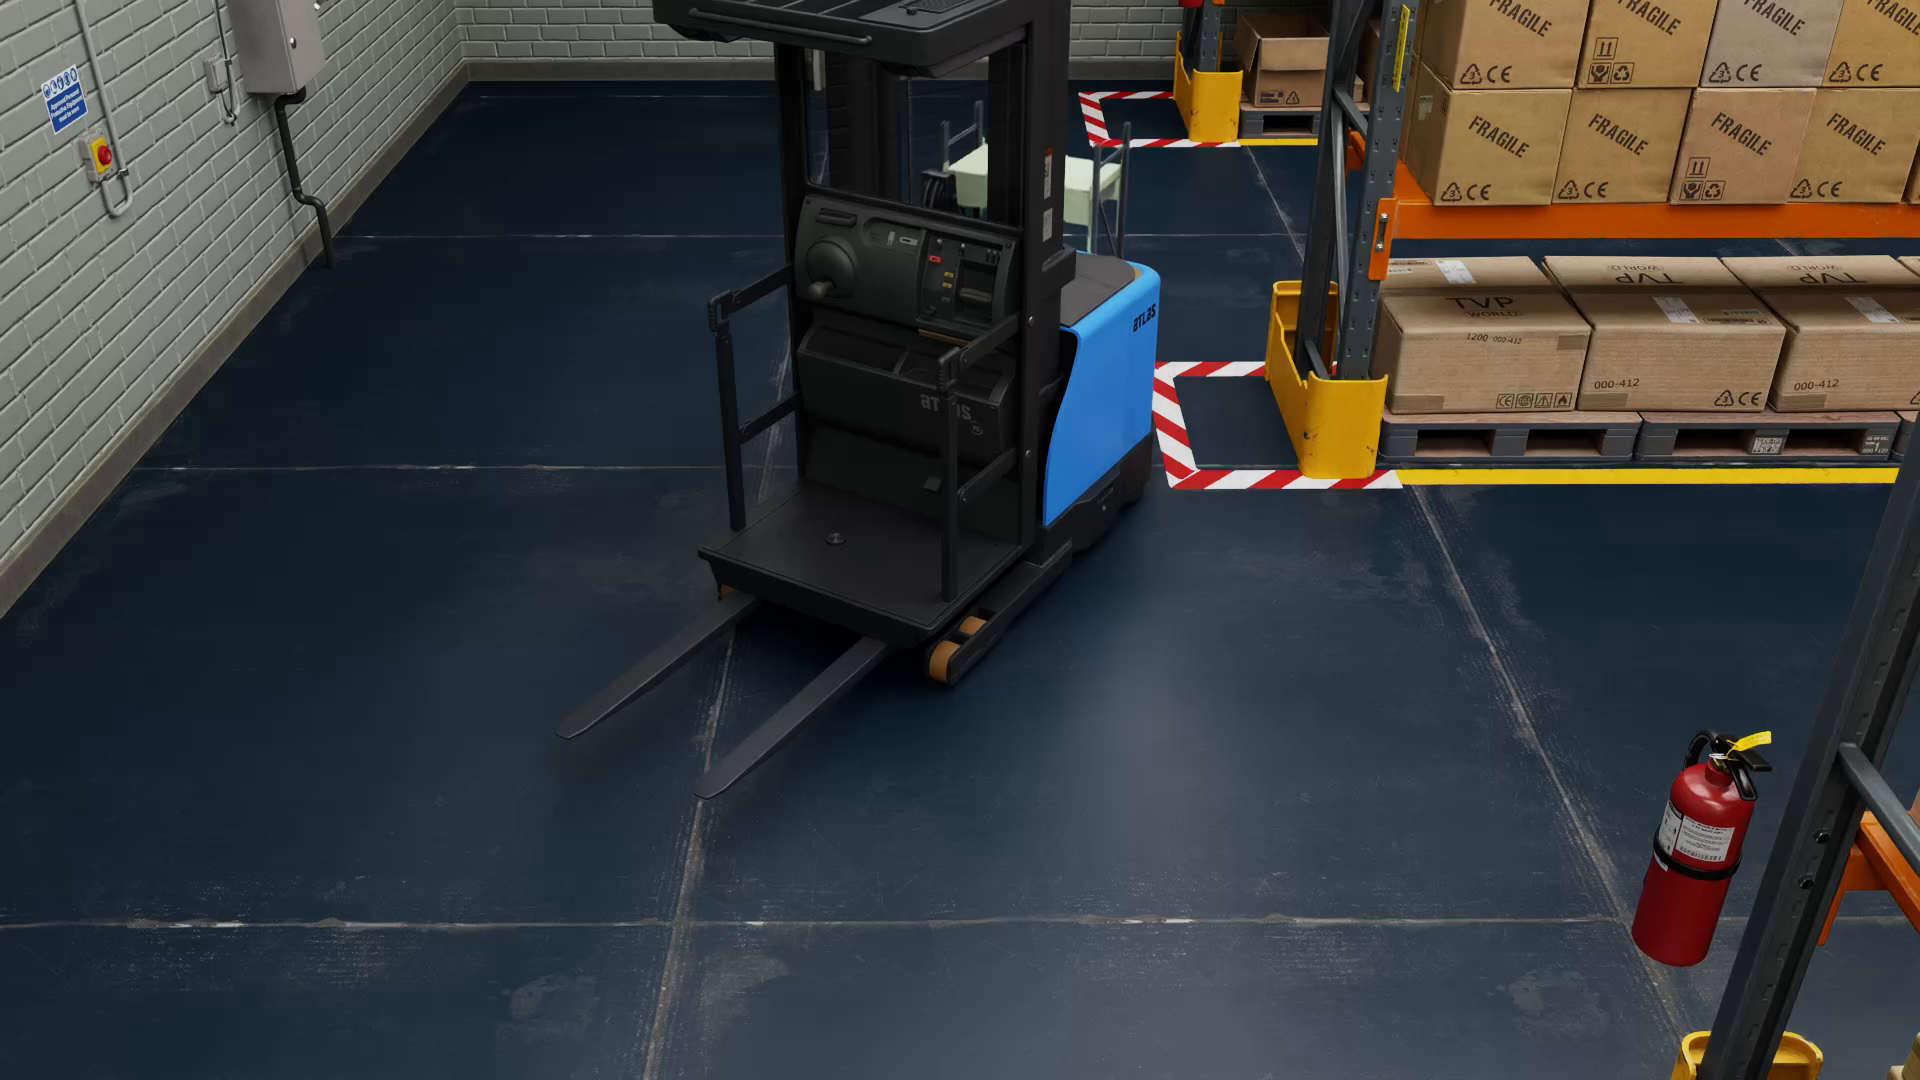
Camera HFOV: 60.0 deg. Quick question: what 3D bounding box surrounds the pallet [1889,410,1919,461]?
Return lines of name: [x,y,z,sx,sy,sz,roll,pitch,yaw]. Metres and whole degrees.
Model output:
pallet: [5.022,-0.727,8.245,1.213,0.211,1.003,0,31,0]

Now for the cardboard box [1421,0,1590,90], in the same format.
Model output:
cardboard box: [2.264,-2.193,6.912,0.500,0.500,0.500,-1,31,-1]

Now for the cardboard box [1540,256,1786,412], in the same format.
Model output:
cardboard box: [3.357,-1.014,8.095,0.875,0.438,0.875,1,31,1]

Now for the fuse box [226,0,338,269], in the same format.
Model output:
fuse box: [-3.723,-2.378,9.520,0.414,1.711,0.539,0,31,0]

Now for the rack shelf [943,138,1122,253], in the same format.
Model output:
rack shelf: [0.338,-1.551,7.604,0.720,0.370,0.431,14,33,21]

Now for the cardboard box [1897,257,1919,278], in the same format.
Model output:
cardboard box: [5.154,-1.019,8.103,0.875,0.438,0.875,-1,31,-1]

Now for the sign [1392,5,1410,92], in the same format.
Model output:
sign: [1.780,-1.985,6.719,0.005,0.325,0.100,0,31,0]

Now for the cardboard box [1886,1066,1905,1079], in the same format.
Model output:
cardboard box: [2.439,1.461,4.007,0.250,0.149,0.380,-1,31,-2]

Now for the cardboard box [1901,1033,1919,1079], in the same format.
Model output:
cardboard box: [2.441,1.350,3.903,0.250,0.149,0.380,0,31,0]

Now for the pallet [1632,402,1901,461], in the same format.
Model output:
pallet: [3.798,-0.722,8.236,1.213,0.211,1.003,0,31,0]

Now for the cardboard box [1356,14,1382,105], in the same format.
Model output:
cardboard box: [3.216,-3.490,12.115,0.500,0.500,0.700,1,31,2]

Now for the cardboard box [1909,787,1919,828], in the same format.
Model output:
cardboard box: [2.238,0.658,3.515,0.250,0.149,0.380,0,31,0]

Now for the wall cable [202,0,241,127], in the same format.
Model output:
wall cable: [-3.876,-3.009,8.338,0.122,1.984,0.588,0,31,0]

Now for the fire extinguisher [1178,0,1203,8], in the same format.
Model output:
fire extinguisher: [1.605,-4.011,11.403,0.183,0.674,0.296,0,31,0]

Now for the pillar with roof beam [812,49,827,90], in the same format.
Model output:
pillar with roof beam: [-0.927,-5.234,7.202,0.400,9.000,9.100,0,31,0]

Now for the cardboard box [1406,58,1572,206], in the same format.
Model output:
cardboard box: [2.264,-1.764,7.169,0.500,0.500,0.500,0,31,-1]

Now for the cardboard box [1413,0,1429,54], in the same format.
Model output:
cardboard box: [2.263,-2.464,7.359,0.500,0.500,0.500,1,31,1]

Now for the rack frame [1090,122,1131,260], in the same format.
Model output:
rack frame: [0.667,-1.135,7.670,0.023,1.500,0.400,14,33,21]

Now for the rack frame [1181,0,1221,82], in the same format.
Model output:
rack frame: [1.749,-4.443,11.682,0.127,3.000,1.000,0,31,0]

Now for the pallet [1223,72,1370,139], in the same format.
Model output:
pallet: [2.622,-3.254,12.411,1.213,0.211,1.003,0,31,0]

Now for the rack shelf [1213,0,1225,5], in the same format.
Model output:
rack shelf: [3.749,-4.142,11.879,4.000,0.370,1.077,0,31,0]

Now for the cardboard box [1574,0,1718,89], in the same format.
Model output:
cardboard box: [2.781,-2.198,6.921,0.500,0.500,0.500,-1,31,-2]

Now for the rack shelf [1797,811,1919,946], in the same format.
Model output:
rack shelf: [3.913,1.000,3.404,4.000,0.370,1.077,0,31,0]

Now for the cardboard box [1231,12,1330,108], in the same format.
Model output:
cardboard box: [2.361,-3.508,12.143,0.637,0.503,0.797,-1,31,-2]

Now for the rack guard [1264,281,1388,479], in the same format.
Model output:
rack guard: [1.758,-0.800,8.087,0.348,0.500,1.175,0,31,0]

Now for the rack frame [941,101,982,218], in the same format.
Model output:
rack frame: [0.005,-1.297,7.938,0.023,1.500,0.400,14,33,21]

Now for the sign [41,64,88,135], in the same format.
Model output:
sign: [-3.917,-1.929,7.278,0.001,0.218,0.327,0,31,0]

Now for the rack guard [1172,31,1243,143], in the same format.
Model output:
rack guard: [1.825,-3.375,12.331,0.348,0.500,1.175,0,31,0]

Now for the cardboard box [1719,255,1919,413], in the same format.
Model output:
cardboard box: [4.259,-1.016,8.098,0.875,0.438,0.875,-1,31,-2]

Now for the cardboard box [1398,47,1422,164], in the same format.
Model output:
cardboard box: [2.263,-2.050,7.641,0.500,0.500,0.500,0,31,0]

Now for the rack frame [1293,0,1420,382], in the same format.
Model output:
rack frame: [1.782,-1.869,7.438,0.127,3.000,1.000,0,31,0]

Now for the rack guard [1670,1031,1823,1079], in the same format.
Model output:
rack guard: [1.989,1.767,3.856,0.348,0.500,1.175,0,31,0]

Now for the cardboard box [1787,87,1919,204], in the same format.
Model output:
cardboard box: [3.779,-1.783,7.200,0.500,0.500,0.500,1,31,1]

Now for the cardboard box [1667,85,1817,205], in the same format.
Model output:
cardboard box: [3.279,-1.772,7.183,0.500,0.500,0.500,0,31,-1]

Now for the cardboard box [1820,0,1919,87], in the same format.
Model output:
cardboard box: [3.794,-2.206,6.933,0.500,0.500,0.500,0,31,0]

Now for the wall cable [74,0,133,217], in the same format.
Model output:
wall cable: [-3.856,-2.287,7.118,0.123,1.953,0.585,0,31,0]

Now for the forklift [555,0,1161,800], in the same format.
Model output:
forklift: [-0.324,-0.977,6.035,1.130,2.935,3.031,18,35,26]

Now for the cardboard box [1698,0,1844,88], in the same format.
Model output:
cardboard box: [3.296,-2.204,6.930,0.500,0.500,0.500,0,31,-1]

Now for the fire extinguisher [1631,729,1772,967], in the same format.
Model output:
fire extinguisher: [1.659,0.652,3.717,0.183,0.674,0.296,0,31,0]

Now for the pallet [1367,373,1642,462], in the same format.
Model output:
pallet: [2.582,-0.720,8.233,1.213,0.211,1.003,0,31,0]

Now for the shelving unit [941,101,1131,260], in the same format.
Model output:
shelving unit: [0.336,-1.216,7.804,0.755,1.500,0.431,14,33,21]

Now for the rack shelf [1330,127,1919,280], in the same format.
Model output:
rack shelf: [3.782,-1.567,7.635,4.000,0.370,1.077,0,31,0]

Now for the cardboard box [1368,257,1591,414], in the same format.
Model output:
cardboard box: [2.442,-1.007,8.083,0.875,0.438,0.875,-1,31,-2]

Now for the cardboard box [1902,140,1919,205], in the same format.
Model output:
cardboard box: [4.303,-1.776,7.190,0.500,0.500,0.500,-1,31,-1]

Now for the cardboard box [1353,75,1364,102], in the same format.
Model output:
cardboard box: [2.786,-3.338,12.204,0.250,0.149,0.380,-1,31,-2]

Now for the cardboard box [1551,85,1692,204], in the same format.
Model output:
cardboard box: [2.770,-1.780,7.196,0.500,0.500,0.500,-1,31,-1]
